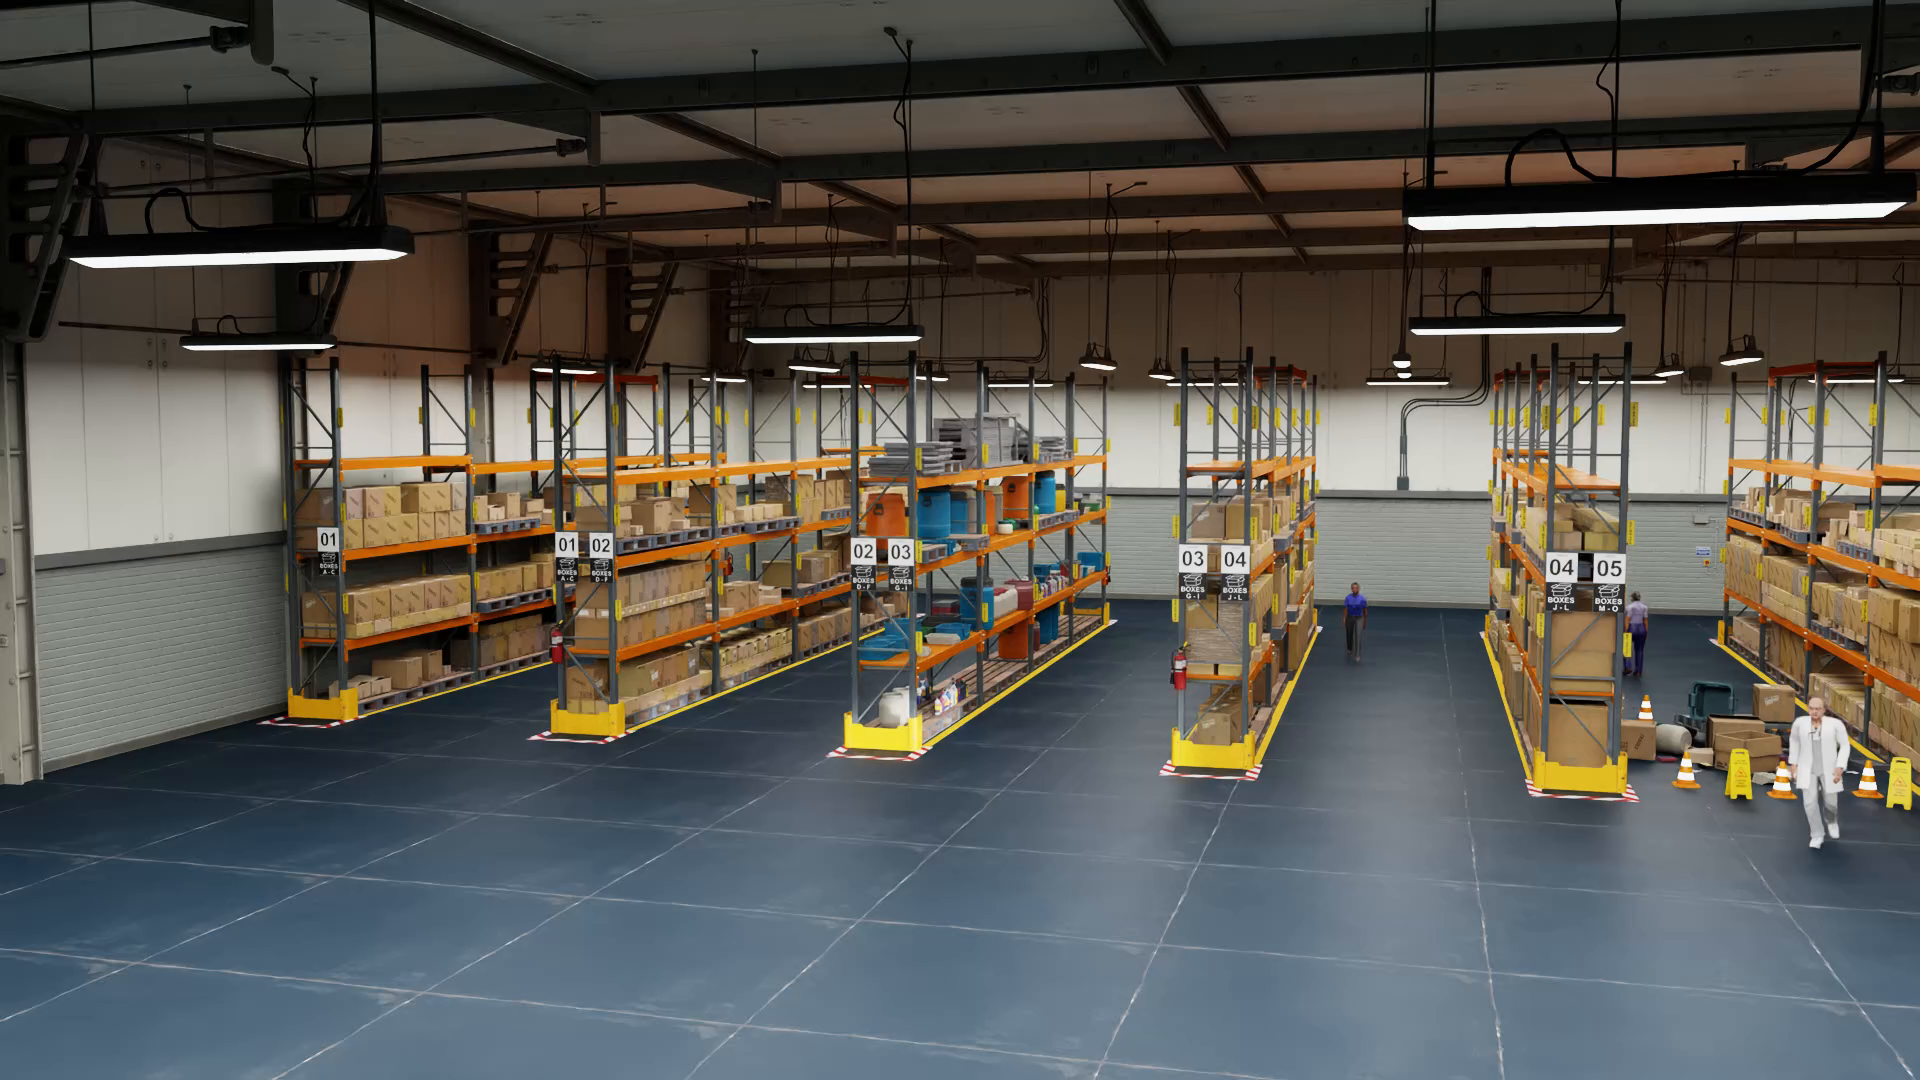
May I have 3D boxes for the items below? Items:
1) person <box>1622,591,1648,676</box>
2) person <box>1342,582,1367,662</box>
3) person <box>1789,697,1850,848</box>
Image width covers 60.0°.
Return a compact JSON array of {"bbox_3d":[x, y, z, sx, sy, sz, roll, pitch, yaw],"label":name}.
[{"bbox_3d":[13.104,1.840,32.315,0.525,1.681,0.381,-1,4,-11],"label":"person"},{"bbox_3d":[8.150,1.663,34.330,0.499,1.594,1.045,1,4,14],"label":"person"},{"bbox_3d":[10.122,2.696,19.589,0.641,1.757,0.750,3,5,31],"label":"person"}]
